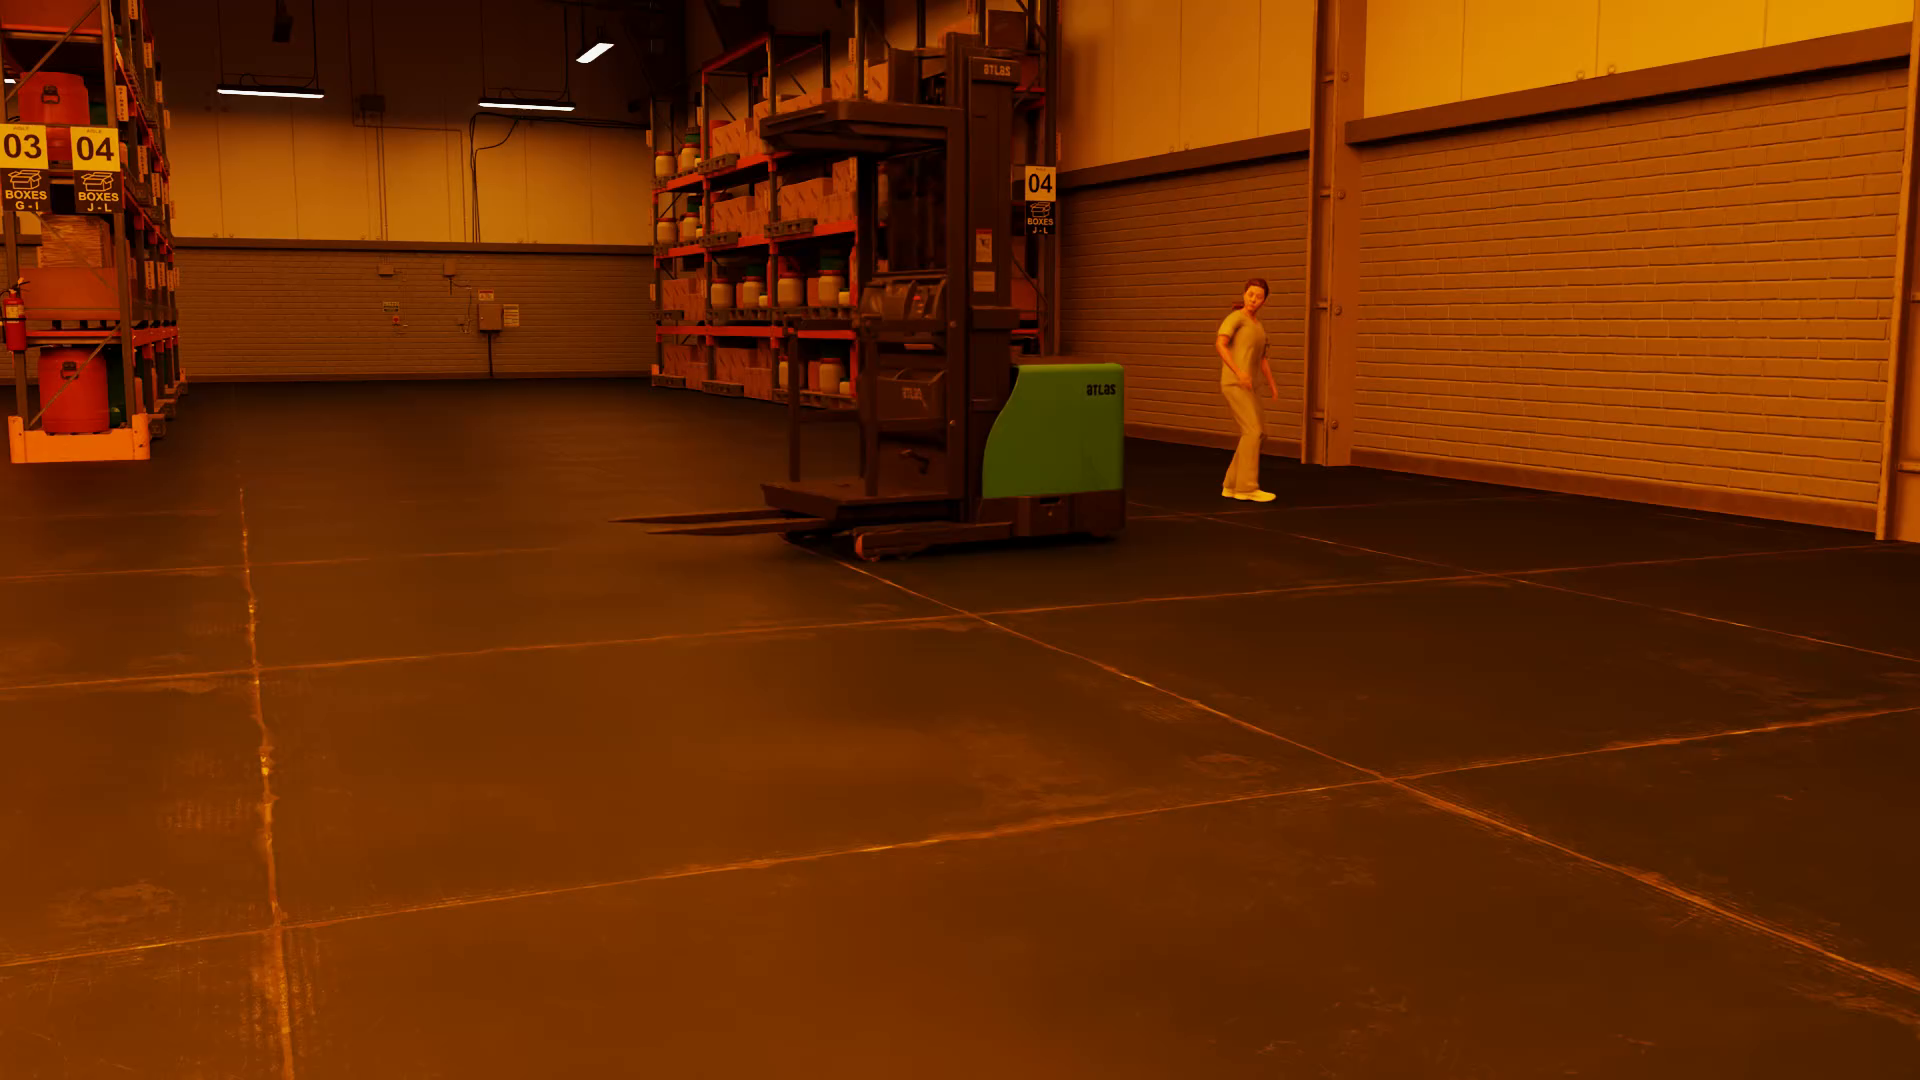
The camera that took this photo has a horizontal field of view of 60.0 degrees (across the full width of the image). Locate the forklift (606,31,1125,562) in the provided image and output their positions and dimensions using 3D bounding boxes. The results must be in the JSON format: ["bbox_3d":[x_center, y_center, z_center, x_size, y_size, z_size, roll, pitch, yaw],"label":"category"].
[{"bbox_3d":[-0.518,-1.410,9.638,3.031,2.935,1.130,-5,9,-31],"label":"forklift"}]

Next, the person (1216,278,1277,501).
[{"bbox_3d":[2.193,-1.121,12.401,0.476,1.644,0.632,4,9,30],"label":"person"}]
